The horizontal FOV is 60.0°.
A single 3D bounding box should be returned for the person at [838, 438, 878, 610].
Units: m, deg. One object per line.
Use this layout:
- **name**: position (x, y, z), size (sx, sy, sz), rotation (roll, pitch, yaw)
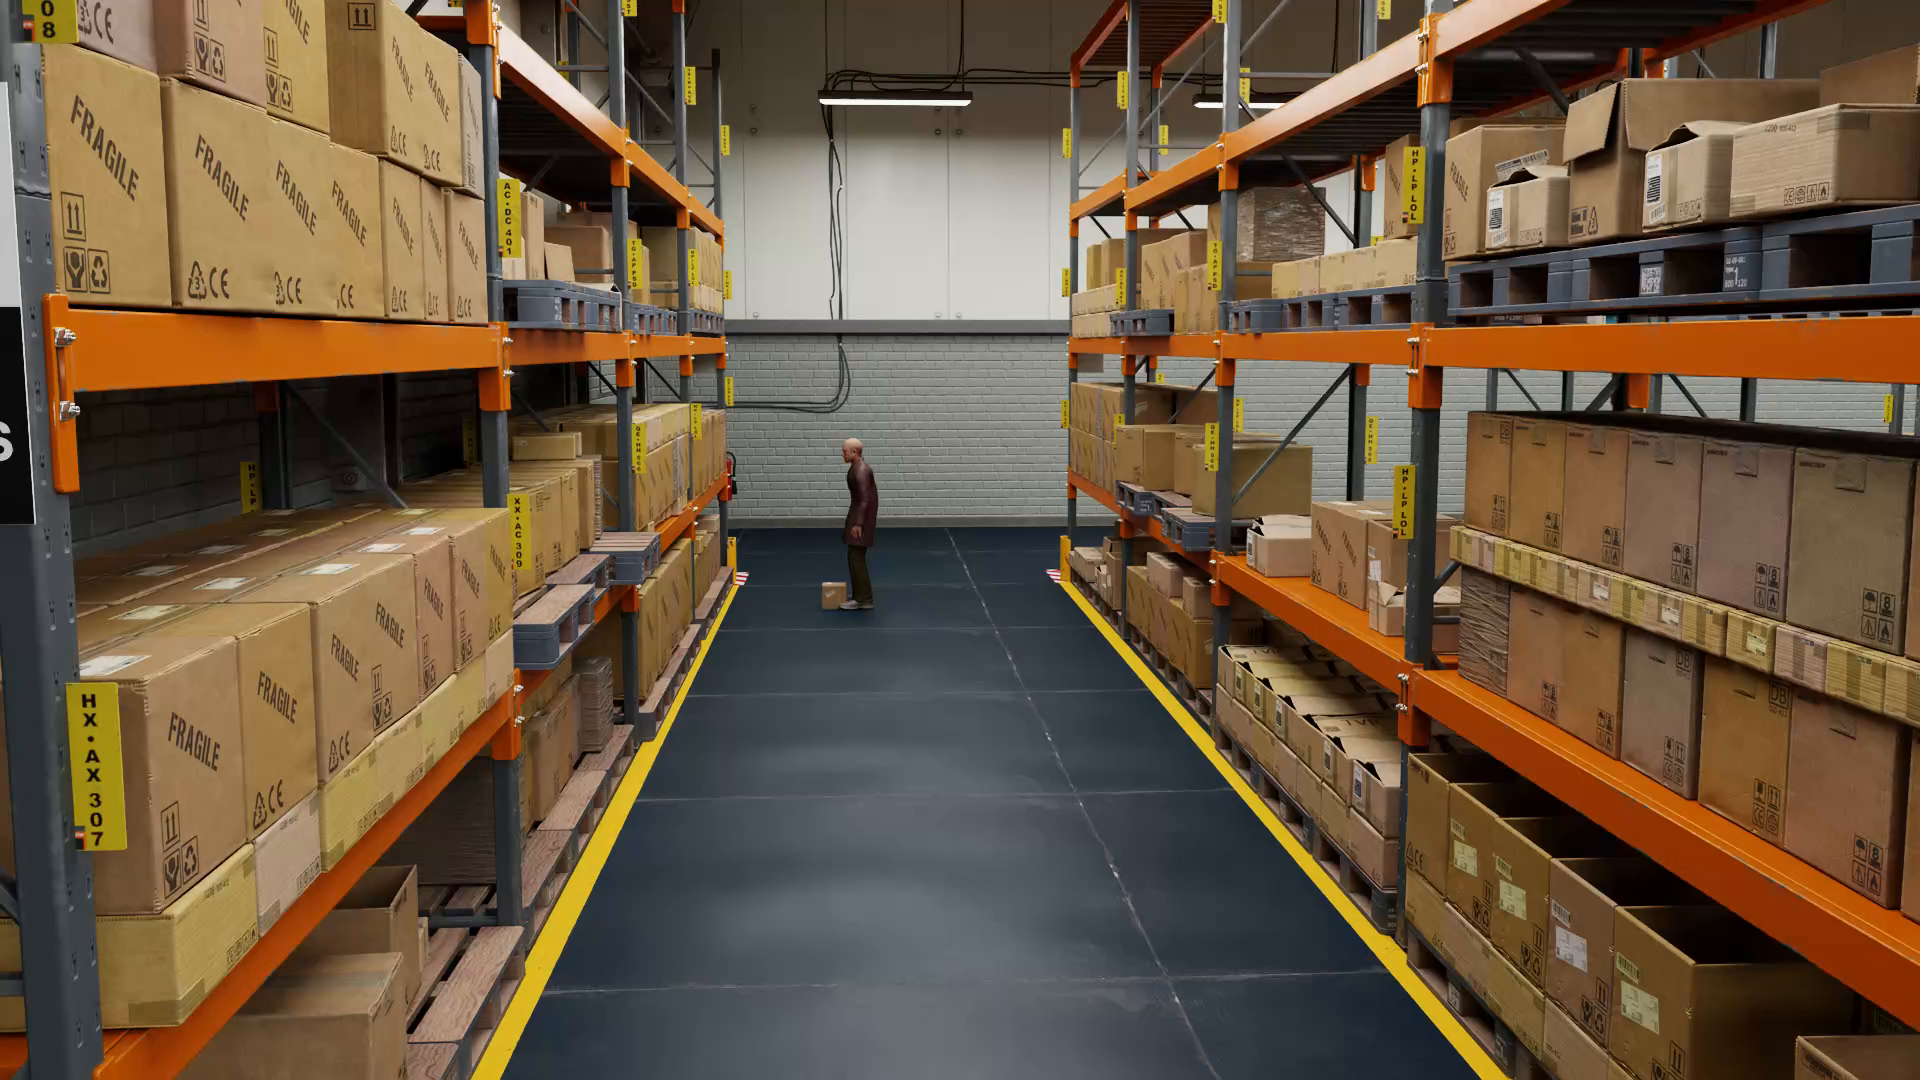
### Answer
- **person**: position (-1.065, -0.175, 17.290), size (0.429, 1.772, 0.649), rotation (-1, 7, -7)
